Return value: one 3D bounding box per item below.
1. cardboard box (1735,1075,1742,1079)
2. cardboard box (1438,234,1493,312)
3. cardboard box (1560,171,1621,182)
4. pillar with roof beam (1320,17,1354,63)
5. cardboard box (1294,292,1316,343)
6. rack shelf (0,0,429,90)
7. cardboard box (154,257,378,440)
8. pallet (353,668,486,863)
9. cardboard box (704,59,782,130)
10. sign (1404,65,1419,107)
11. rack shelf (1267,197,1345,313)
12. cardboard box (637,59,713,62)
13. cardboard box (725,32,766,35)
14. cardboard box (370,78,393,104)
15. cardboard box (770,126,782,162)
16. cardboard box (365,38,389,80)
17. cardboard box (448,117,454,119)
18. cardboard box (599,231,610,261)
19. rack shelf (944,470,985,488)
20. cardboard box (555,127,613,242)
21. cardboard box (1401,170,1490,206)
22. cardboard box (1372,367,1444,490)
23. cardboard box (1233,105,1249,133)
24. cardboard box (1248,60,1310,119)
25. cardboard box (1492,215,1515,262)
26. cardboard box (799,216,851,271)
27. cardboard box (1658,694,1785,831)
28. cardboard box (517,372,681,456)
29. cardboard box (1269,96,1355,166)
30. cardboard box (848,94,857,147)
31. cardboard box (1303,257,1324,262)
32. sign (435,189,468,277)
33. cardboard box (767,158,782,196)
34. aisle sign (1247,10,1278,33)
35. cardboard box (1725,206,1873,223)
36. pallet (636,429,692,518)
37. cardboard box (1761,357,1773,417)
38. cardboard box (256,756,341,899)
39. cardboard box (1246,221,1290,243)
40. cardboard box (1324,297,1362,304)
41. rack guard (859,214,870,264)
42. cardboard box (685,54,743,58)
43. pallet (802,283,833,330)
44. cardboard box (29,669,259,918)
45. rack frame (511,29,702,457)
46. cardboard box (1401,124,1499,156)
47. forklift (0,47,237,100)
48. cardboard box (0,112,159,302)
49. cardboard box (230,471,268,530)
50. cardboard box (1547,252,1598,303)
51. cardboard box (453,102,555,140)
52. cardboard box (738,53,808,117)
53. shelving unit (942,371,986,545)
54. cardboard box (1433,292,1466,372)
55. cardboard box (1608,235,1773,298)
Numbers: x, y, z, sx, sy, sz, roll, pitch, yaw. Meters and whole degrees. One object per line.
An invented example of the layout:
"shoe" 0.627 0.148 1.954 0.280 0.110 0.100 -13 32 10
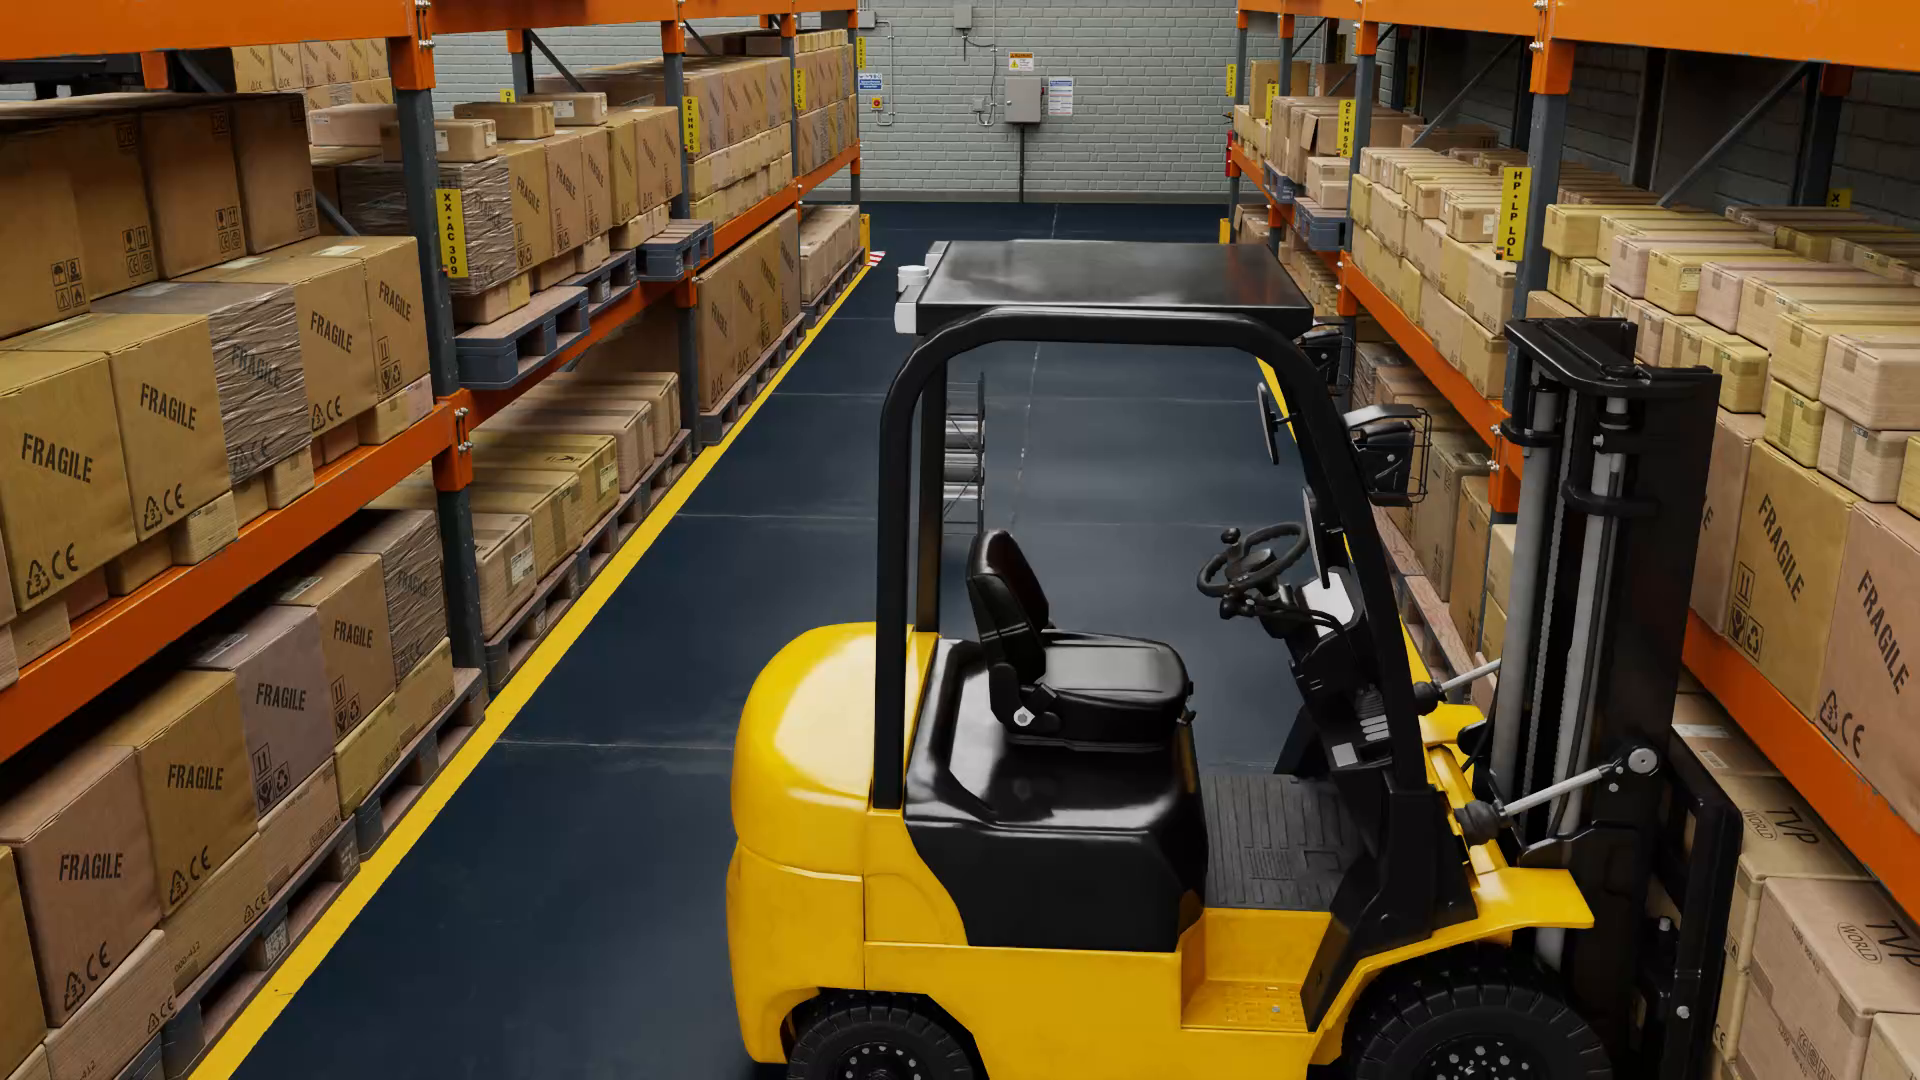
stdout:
"cardboard box" 1.985 1.409 3.548 0.500 0.250 0.500 1 18 4
"cardboard box" 2.318 -1.118 6.955 0.500 0.250 0.500 1 18 2
"cardboard box" 3.008 -1.727 8.173 0.380 0.149 0.250 1 18 3
"pillar with roof beam" 0.167 -8.125 19.266 9.100 9.000 0.400 1 18 4
"cardboard box" 2.711 -1.503 12.033 0.500 0.500 0.500 1 18 2
"rack shelf" -2.586 -1.206 4.123 1.077 0.370 4.000 1 18 4
"cardboard box" -2.257 -0.628 5.385 0.500 0.500 0.500 2 18 6
"pallet" -2.456 0.791 6.169 1.003 0.211 1.213 1 18 4
"cardboard box" -1.680 -3.445 12.854 0.500 0.500 0.500 2 18 5
"sign" 3.636 -3.657 13.407 0.100 0.325 0.005 1 18 4
"rack shelf" 2.939 -2.155 11.838 1.077 0.370 4.000 1 18 4
"cardboard box" -2.196 -3.462 12.904 0.500 0.500 0.500 1 18 4
"cardboard box" -2.007 -4.634 15.439 0.380 0.149 0.250 1 18 4
"cardboard box" -6.302 -4.593 17.484 0.500 0.500 0.500 2 18 5
"cardboard box" -1.687 -3.096 12.993 0.500 0.250 0.500 2 18 5
"cardboard box" -6.312 -5.066 17.321 0.500 0.500 0.500 1 18 3
"cardboard box" -2.449 -2.077 9.133 0.500 0.500 0.500 2 18 7
"cardboard box" -1.977 -1.476 8.338 0.380 0.149 0.250 1 18 2
"rack shelf" 0.001 -0.313 8.829 0.258 0.077 0.200 1 18 4
"cardboard box" -2.012 -1.739 8.101 0.500 0.500 0.500 1 18 2
"cardboard box" 2.397 -1.738 8.208 0.380 0.149 0.250 2 18 5
"cardboard box" 2.698 -0.550 8.925 0.875 0.625 0.625 2 18 6
"cardboard box" 3.068 -4.296 16.978 0.500 0.250 0.500 1 18 4
"cardboard box" 2.960 -4.186 15.440 0.500 0.500 0.500 2 18 5
"cardboard box" 2.312 -1.181 6.507 0.380 0.149 0.250 1 18 3
"cardboard box" -1.587 -2.960 16.581 0.875 0.438 0.875 2 18 5
"cardboard box" 2.045 0.618 4.356 0.500 0.250 0.500 1 18 3
"cardboard box" -2.206 -0.761 9.974 0.950 0.372 0.625 0 18 0
"cardboard box" 2.824 -3.220 13.098 0.700 0.500 0.500 2 18 5
"cardboard box" -1.353 -4.362 17.257 0.500 0.500 0.500 1 18 4
"cardboard box" 2.835 -2.079 12.750 0.380 0.149 0.250 1 18 3
"sign" -1.901 -1.145 6.209 0.100 0.325 0.005 1 18 4
"cardboard box" -1.688 -2.853 13.055 0.500 0.250 0.500 1 18 3
"aisle sign" 3.081 -5.624 17.093 0.394 0.787 0.004 1 18 4
"cardboard box" 2.787 -1.025 5.553 0.380 0.149 0.250 1 18 4
"pallet" -2.213 -0.418 9.859 1.003 0.211 1.213 1 18 4
"cardboard box" 2.143 -0.335 3.927 0.380 0.149 0.250 1 18 4
"cardboard box" -2.286 0.877 5.171 0.500 0.250 0.500 2 18 5
"cardboard box" 2.993 -2.758 15.862 0.500 0.500 0.500 2 18 5
"cardboard box" 2.630 -1.521 11.046 0.380 0.149 0.250 1 18 2
"rack guard" -1.581 -3.290 18.160 1.175 0.500 0.348 1 18 4
"cardboard box" -2.111 -3.903 14.251 0.500 0.500 0.500 1 18 3
"pallet" -1.737 -2.137 15.106 1.003 0.211 1.213 1 18 4
"cardboard box" -2.317 0.680 4.567 0.500 0.500 0.500 2 18 5
"rack frame" -2.156 -1.985 10.165 1.000 3.000 0.127 1 18 4
"cardboard box" 2.988 -2.279 10.227 0.500 0.500 0.500 2 18 7
"forklift" -4.841 -1.774 9.630 1.130 2.935 3.031 2 18 6
"cardboard box" -2.812 -0.962 4.797 0.700 0.500 0.500 1 18 3
"cardboard box" -2.279 -0.123 4.884 0.380 0.149 0.250 1 18 3
"cardboard box" 2.223 -0.896 5.638 0.380 0.149 0.250 1 18 3
"cardboard box" -2.081 -1.918 7.604 0.380 0.149 0.250 2 18 7
"cardboard box" -1.593 -3.893 14.220 0.500 0.500 0.500 1 18 4
"shelving unit" 0.001 -0.430 8.791 0.258 0.900 0.210 1 18 4
"cardboard box" 2.314 -0.881 7.035 0.500 0.250 0.500 1 18 4
"cardboard box" 2.131 -0.798 4.861 0.380 0.149 0.250 2 18 5
